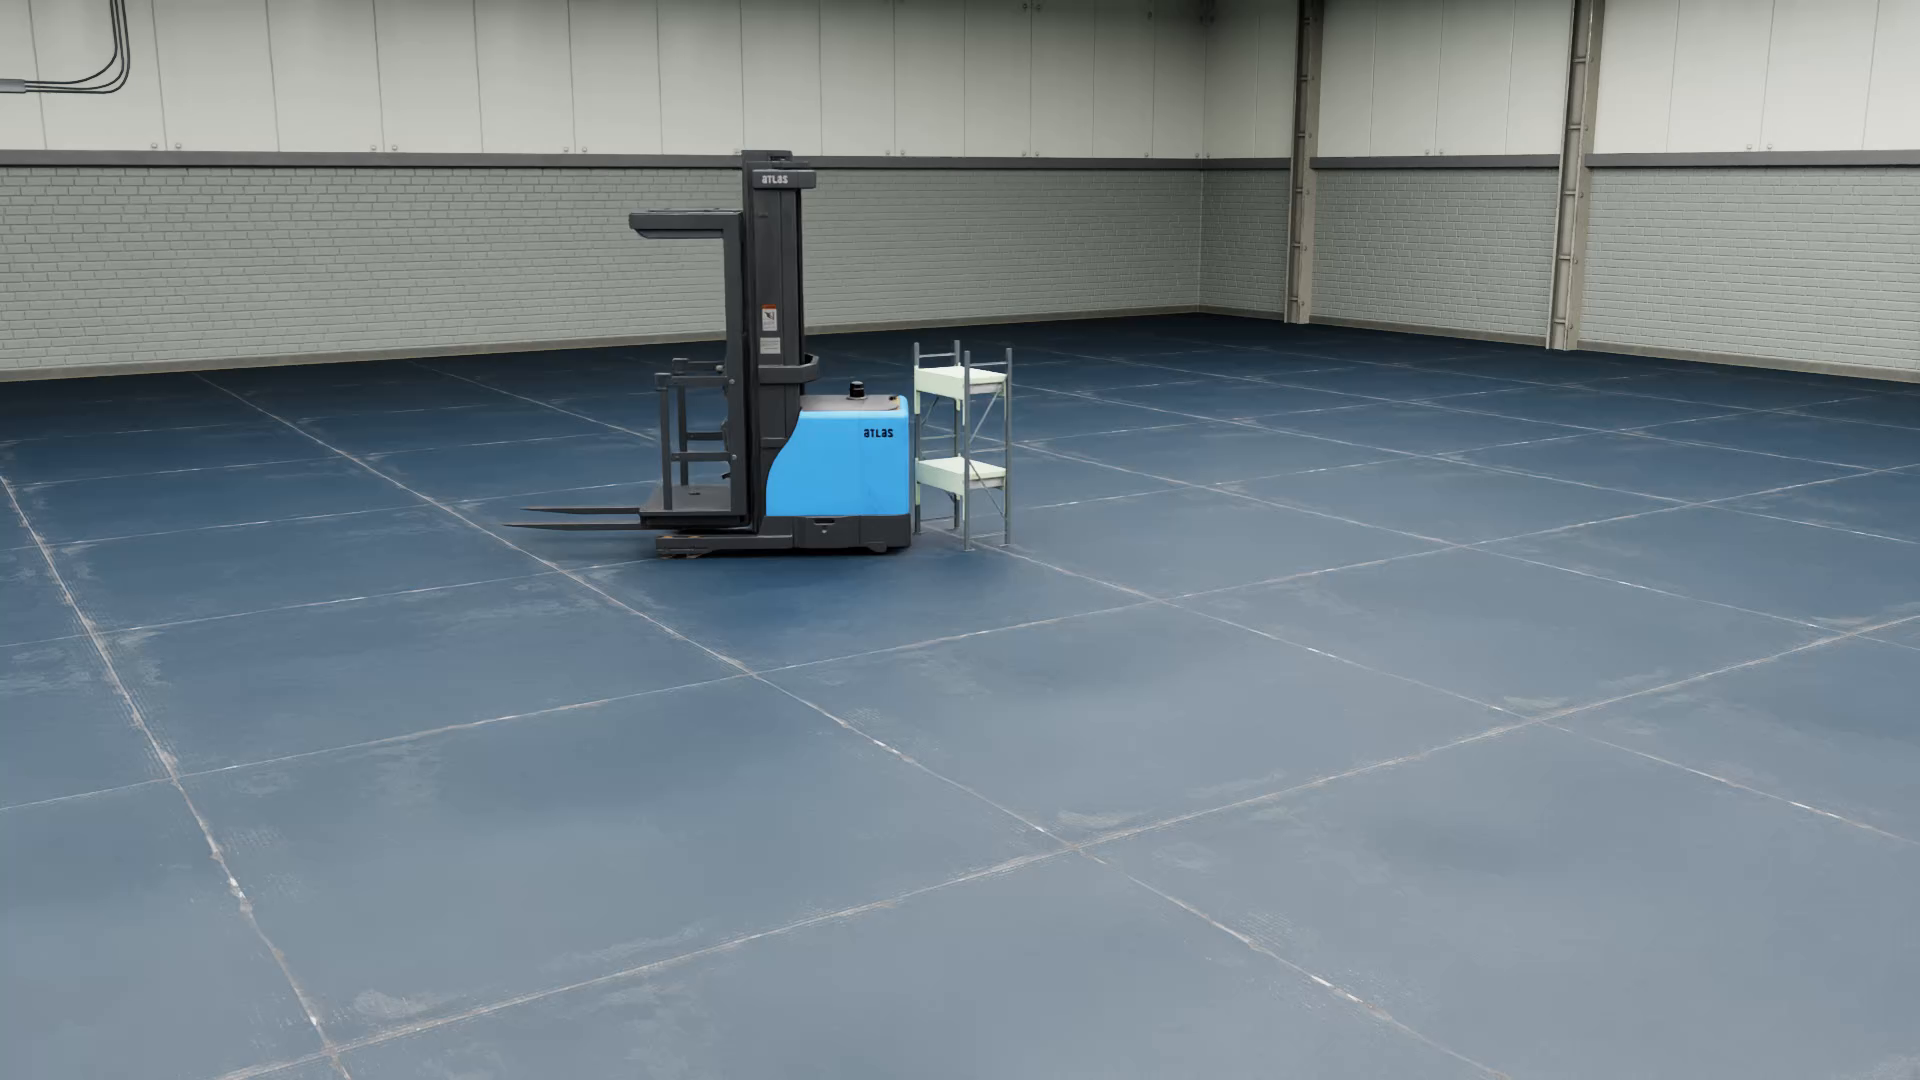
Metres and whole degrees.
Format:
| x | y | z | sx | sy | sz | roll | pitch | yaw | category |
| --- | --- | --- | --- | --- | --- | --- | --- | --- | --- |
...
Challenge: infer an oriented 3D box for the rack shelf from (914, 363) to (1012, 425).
| x | y | z | sx | sy | sz | roll | pitch | yaw | category |
| --- | --- | --- | --- | --- | --- | --- | --- | --- | --- |
| 0.015 | -1.115 | 12.623 | 0.431 | 0.370 | 0.720 | -8 | 14 | -31 | rack shelf |

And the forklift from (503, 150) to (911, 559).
| x | y | z | sx | sy | sz | roll | pitch | yaw | category |
| --- | --- | --- | --- | --- | --- | --- | --- | --- | --- |
| -1.895 | -1.411 | 12.453 | 3.031 | 2.935 | 1.130 | 0 | 12 | -2 | forklift |

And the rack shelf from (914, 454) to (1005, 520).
| x | y | z | sx | sy | sz | roll | pitch | yaw | category |
| --- | --- | --- | --- | --- | --- | --- | --- | --- | --- |
| 0.015 | -0.415 | 12.776 | 0.431 | 0.370 | 0.720 | -8 | 14 | -31 | rack shelf |

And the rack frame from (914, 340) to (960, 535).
| x | y | z | sx | sy | sz | roll | pitch | yaw | category |
| --- | --- | --- | --- | --- | --- | --- | --- | --- | --- |
| -0.178 | -0.800 | 13.010 | 0.400 | 1.500 | 0.023 | -8 | 14 | -31 | rack frame |

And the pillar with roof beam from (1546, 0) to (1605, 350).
| x | y | z | sx | sy | sz | roll | pitch | yaw | category |
| --- | --- | --- | --- | --- | --- | --- | --- | --- | --- |
| 6.223 | -7.001 | 23.812 | 9.100 | 9.000 | 0.400 | -8 | 15 | -33 | pillar with roof beam |

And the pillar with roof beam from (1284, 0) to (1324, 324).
| x | y | z | sx | sy | sz | roll | pitch | yaw | category |
| --- | --- | --- | --- | --- | --- | --- | --- | --- | --- |
| 2.898 | -8.068 | 28.691 | 9.100 | 9.000 | 0.400 | -8 | 15 | -33 | pillar with roof beam |

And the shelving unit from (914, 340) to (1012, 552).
| x | y | z | sx | sy | sz | roll | pitch | yaw | category |
| --- | --- | --- | --- | --- | --- | --- | --- | --- | --- |
| 0.015 | -0.734 | 12.706 | 0.431 | 1.500 | 0.755 | -8 | 14 | -31 | shelving unit |

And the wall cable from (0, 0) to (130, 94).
| x | y | z | sx | sy | sz | roll | pitch | yaw | category |
| --- | --- | --- | --- | --- | --- | --- | --- | --- | --- |
| -12.360 | -8.312 | 21.846 | 2.305 | 6.003 | 0.169 | -8 | 15 | -33 | wall cable |

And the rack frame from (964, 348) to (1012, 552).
| x | y | z | sx | sy | sz | roll | pitch | yaw | category |
| --- | --- | --- | --- | --- | --- | --- | --- | --- | --- |
| 0.208 | -0.667 | 12.402 | 0.400 | 1.500 | 0.023 | -8 | 14 | -31 | rack frame |
